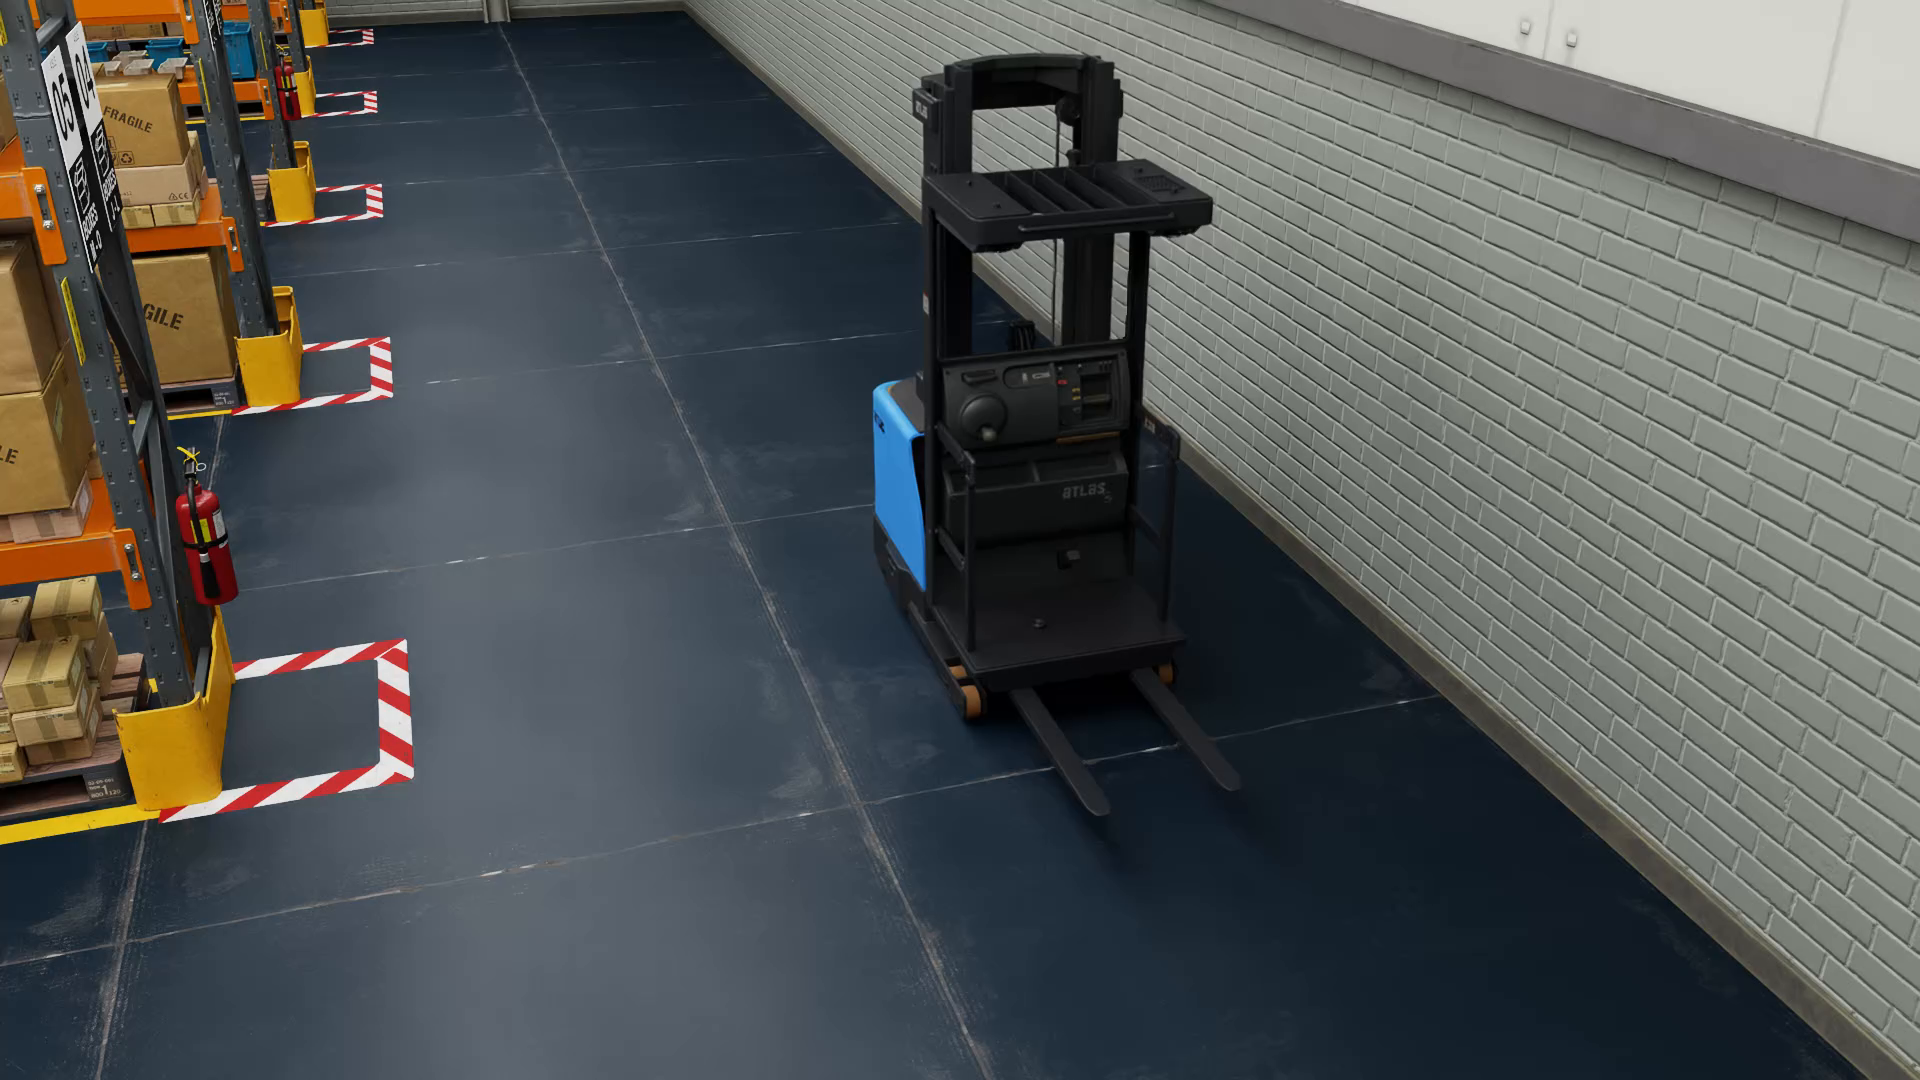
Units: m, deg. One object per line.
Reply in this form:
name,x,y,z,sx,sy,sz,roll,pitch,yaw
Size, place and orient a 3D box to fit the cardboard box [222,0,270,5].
cardboard box,-8.417,-6.587,19.532,0.500,0.500,0.500,-7,27,-15

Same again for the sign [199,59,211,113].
sign,-4.856,-2.923,10.696,0.005,0.325,0.100,-8,28,-16

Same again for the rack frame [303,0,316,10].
rack frame,-9.613,-8.813,24.128,0.127,3.000,1.000,-8,28,-16

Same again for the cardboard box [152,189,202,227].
cardboard box,-5.248,-2.229,11.149,0.250,0.149,0.380,-8,27,-15

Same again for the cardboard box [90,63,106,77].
cardboard box,-6.027,-2.911,11.231,0.500,0.500,0.500,-9,28,-17

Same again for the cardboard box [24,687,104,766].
cardboard box,-4.007,0.831,7.437,0.250,0.149,0.380,-8,27,-15

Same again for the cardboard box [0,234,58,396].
cardboard box,-3.930,-0.876,6.571,0.500,0.500,0.500,-9,28,-17

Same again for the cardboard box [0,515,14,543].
cardboard box,-4.042,-0.123,6.908,0.250,0.149,0.380,-8,28,-16

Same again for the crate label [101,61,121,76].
crate label,-7.802,-4.261,15.190,0.243,0.136,0.396,-8,28,-16

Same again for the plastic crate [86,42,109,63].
plastic crate,-8.134,-4.500,15.561,0.300,0.233,0.416,-8,28,-16

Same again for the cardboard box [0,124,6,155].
cardboard box,-3.922,-1.521,6.235,0.500,0.250,0.500,-9,28,-17

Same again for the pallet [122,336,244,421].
pallet,-5.747,-1.138,11.804,1.213,0.211,1.003,-8,28,-16

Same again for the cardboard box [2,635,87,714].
cardboard box,-3.996,0.584,7.266,0.250,0.149,0.380,-8,27,-16

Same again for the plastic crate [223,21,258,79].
plastic crate,-6.806,-4.542,15.418,0.499,0.435,0.616,-8,28,-16

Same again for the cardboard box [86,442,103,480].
cardboard box,-3.981,-0.400,7.465,0.250,0.149,0.380,-8,28,-17

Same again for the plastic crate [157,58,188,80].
plastic crate,-7.264,-4.344,15.356,0.243,0.136,0.396,-8,28,-16

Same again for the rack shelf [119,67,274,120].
rack shelf,-8.447,-4.026,15.296,4.000,0.370,1.077,-8,28,-16

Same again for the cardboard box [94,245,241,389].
cardboard box,-5.595,-1.644,11.606,0.875,0.875,0.875,-8,28,-16

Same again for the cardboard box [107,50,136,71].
cardboard box,-10.094,-5.508,19.784,0.637,0.503,0.797,-8,28,-16

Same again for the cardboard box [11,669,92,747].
cardboard box,-3.985,0.730,7.305,0.250,0.149,0.380,-9,28,-17

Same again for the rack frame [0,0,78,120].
rack frame,-3.571,-3.106,5.886,0.127,3.000,1.000,-8,28,-16

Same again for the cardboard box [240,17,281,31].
cardboard box,-10.248,-7.743,24.311,0.500,0.500,0.700,-8,28,-16

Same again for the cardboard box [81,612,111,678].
cardboard box,-4.149,0.500,7.768,0.250,0.149,0.380,-7,27,-14

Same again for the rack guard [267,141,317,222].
rack guard,-6.526,-3.513,16.264,0.348,0.500,1.175,-8,28,-16

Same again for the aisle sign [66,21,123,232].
aisle sign,-3.595,-1.720,6.918,0.004,0.787,0.394,-8,28,-16

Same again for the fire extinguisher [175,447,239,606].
fire extinguisher,-3.189,-0.057,6.997,0.183,0.674,0.296,-8,28,-16

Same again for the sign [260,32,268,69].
sign,-6.359,-4.467,15.191,0.005,0.325,0.100,-8,28,-16

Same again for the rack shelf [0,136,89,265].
rack shelf,-5.473,-1.165,6.159,4.000,0.370,1.077,-8,28,-16

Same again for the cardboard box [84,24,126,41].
cardboard box,-12.195,-7.458,23.738,0.500,0.500,0.700,-9,28,-17

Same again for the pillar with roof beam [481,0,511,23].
pillar with roof beam,-5.981,-10.417,20.613,0.400,9.000,9.100,-8,28,-16

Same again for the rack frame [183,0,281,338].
rack frame,-5.011,-2.530,11.473,0.127,3.000,1.000,-8,28,-16

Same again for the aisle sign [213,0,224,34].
aisle sign,-5.036,-3.831,11.170,0.004,0.787,0.394,-8,28,-16

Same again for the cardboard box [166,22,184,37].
cardboard box,-11.201,-7.604,24.032,0.500,0.500,0.700,-9,28,-18

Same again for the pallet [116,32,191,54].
pallet,-11.507,-7.254,24.125,1.213,0.211,1.003,-8,28,-16

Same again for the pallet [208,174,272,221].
pallet,-7.341,-3.278,16.115,1.213,0.211,1.003,-8,28,-16

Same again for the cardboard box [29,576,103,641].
cardboard box,-4.175,0.332,7.773,0.250,0.149,0.380,-10,28,-18

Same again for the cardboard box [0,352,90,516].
cardboard box,-3.919,-0.426,6.788,0.500,0.500,0.500,-8,27,-15

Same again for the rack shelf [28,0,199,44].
rack shelf,-6.913,-3.276,10.411,4.000,0.370,1.077,-8,28,-16

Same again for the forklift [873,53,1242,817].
forklift,0.437,-0.648,7.760,1.130,2.935,3.031,-8,27,-16

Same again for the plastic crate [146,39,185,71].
plastic crate,-7.508,-4.590,15.744,0.300,0.233,0.416,-8,28,-16

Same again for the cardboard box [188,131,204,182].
cardboard box,-5.551,-2.644,11.537,0.500,0.250,0.500,-9,28,-17

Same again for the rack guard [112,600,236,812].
rack guard,-3.644,0.711,7.755,0.348,0.500,1.175,-8,28,-16

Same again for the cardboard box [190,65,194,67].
cardboard box,-9.156,-5.661,20.376,0.500,0.250,0.500,-8,28,-16
